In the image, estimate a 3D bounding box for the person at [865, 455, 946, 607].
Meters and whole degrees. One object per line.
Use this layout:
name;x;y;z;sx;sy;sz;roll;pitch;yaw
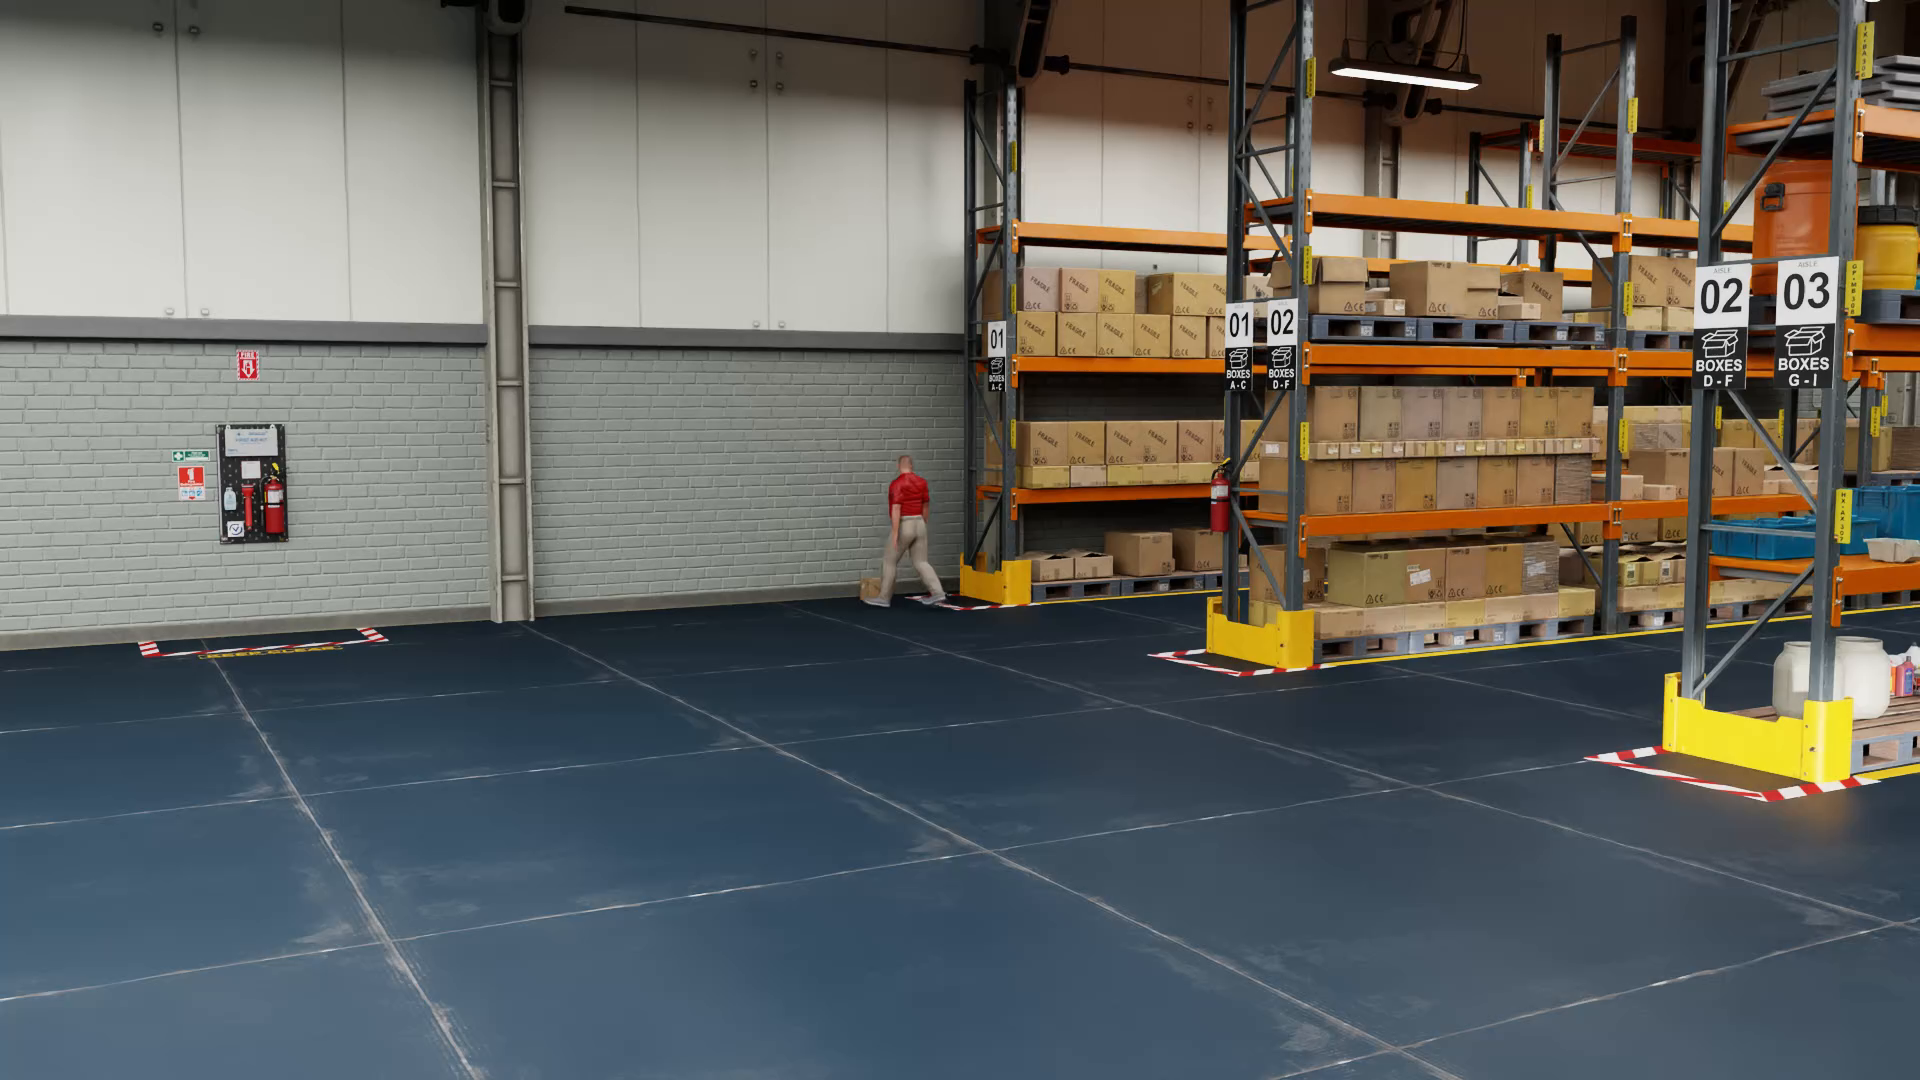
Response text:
person;-0.591;-0.099;18.479;0.576;1.696;0.886;-5;7;-43
